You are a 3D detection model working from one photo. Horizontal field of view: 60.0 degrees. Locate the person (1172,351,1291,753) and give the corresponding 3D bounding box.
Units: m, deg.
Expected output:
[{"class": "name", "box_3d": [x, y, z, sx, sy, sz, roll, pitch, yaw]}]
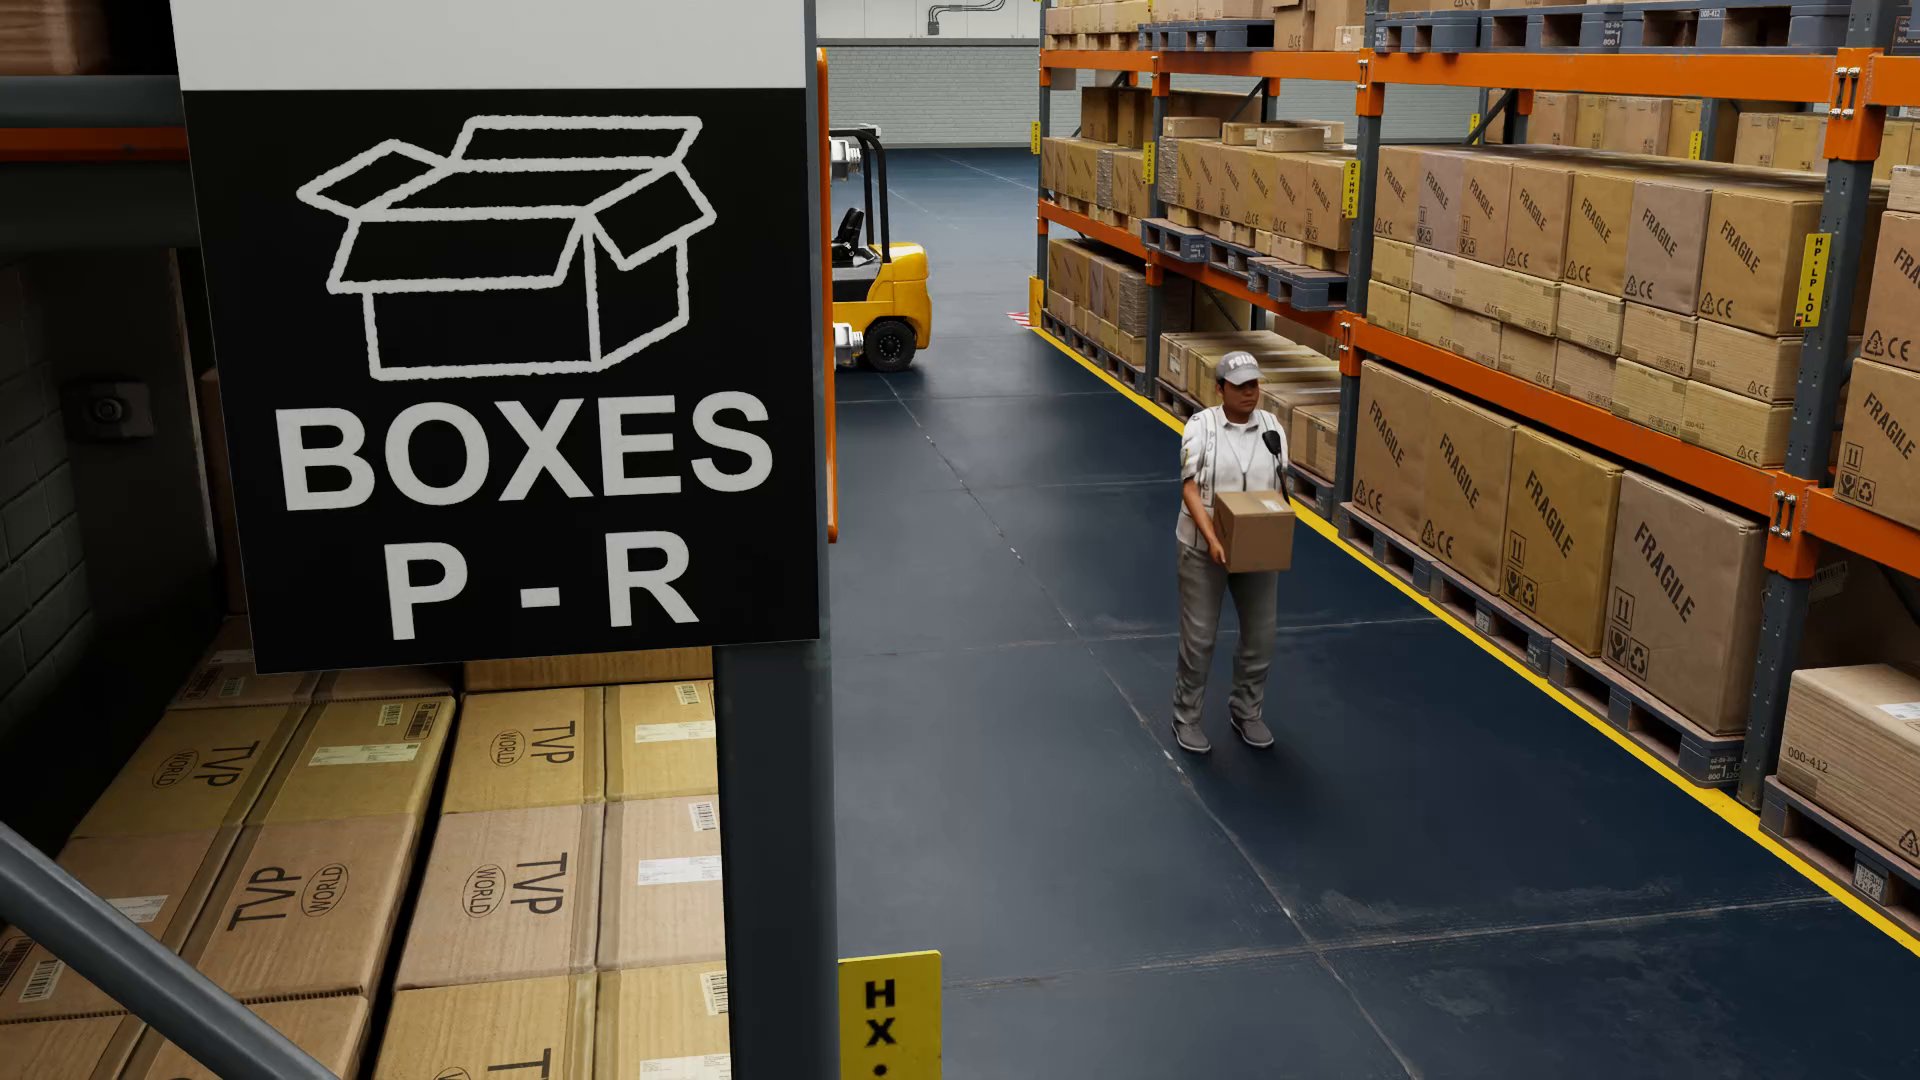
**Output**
[{"class": "person", "box_3d": [1.132, 0.067, 6.827, 0.454, 1.655, 0.535, -3, 17, -9]}]
